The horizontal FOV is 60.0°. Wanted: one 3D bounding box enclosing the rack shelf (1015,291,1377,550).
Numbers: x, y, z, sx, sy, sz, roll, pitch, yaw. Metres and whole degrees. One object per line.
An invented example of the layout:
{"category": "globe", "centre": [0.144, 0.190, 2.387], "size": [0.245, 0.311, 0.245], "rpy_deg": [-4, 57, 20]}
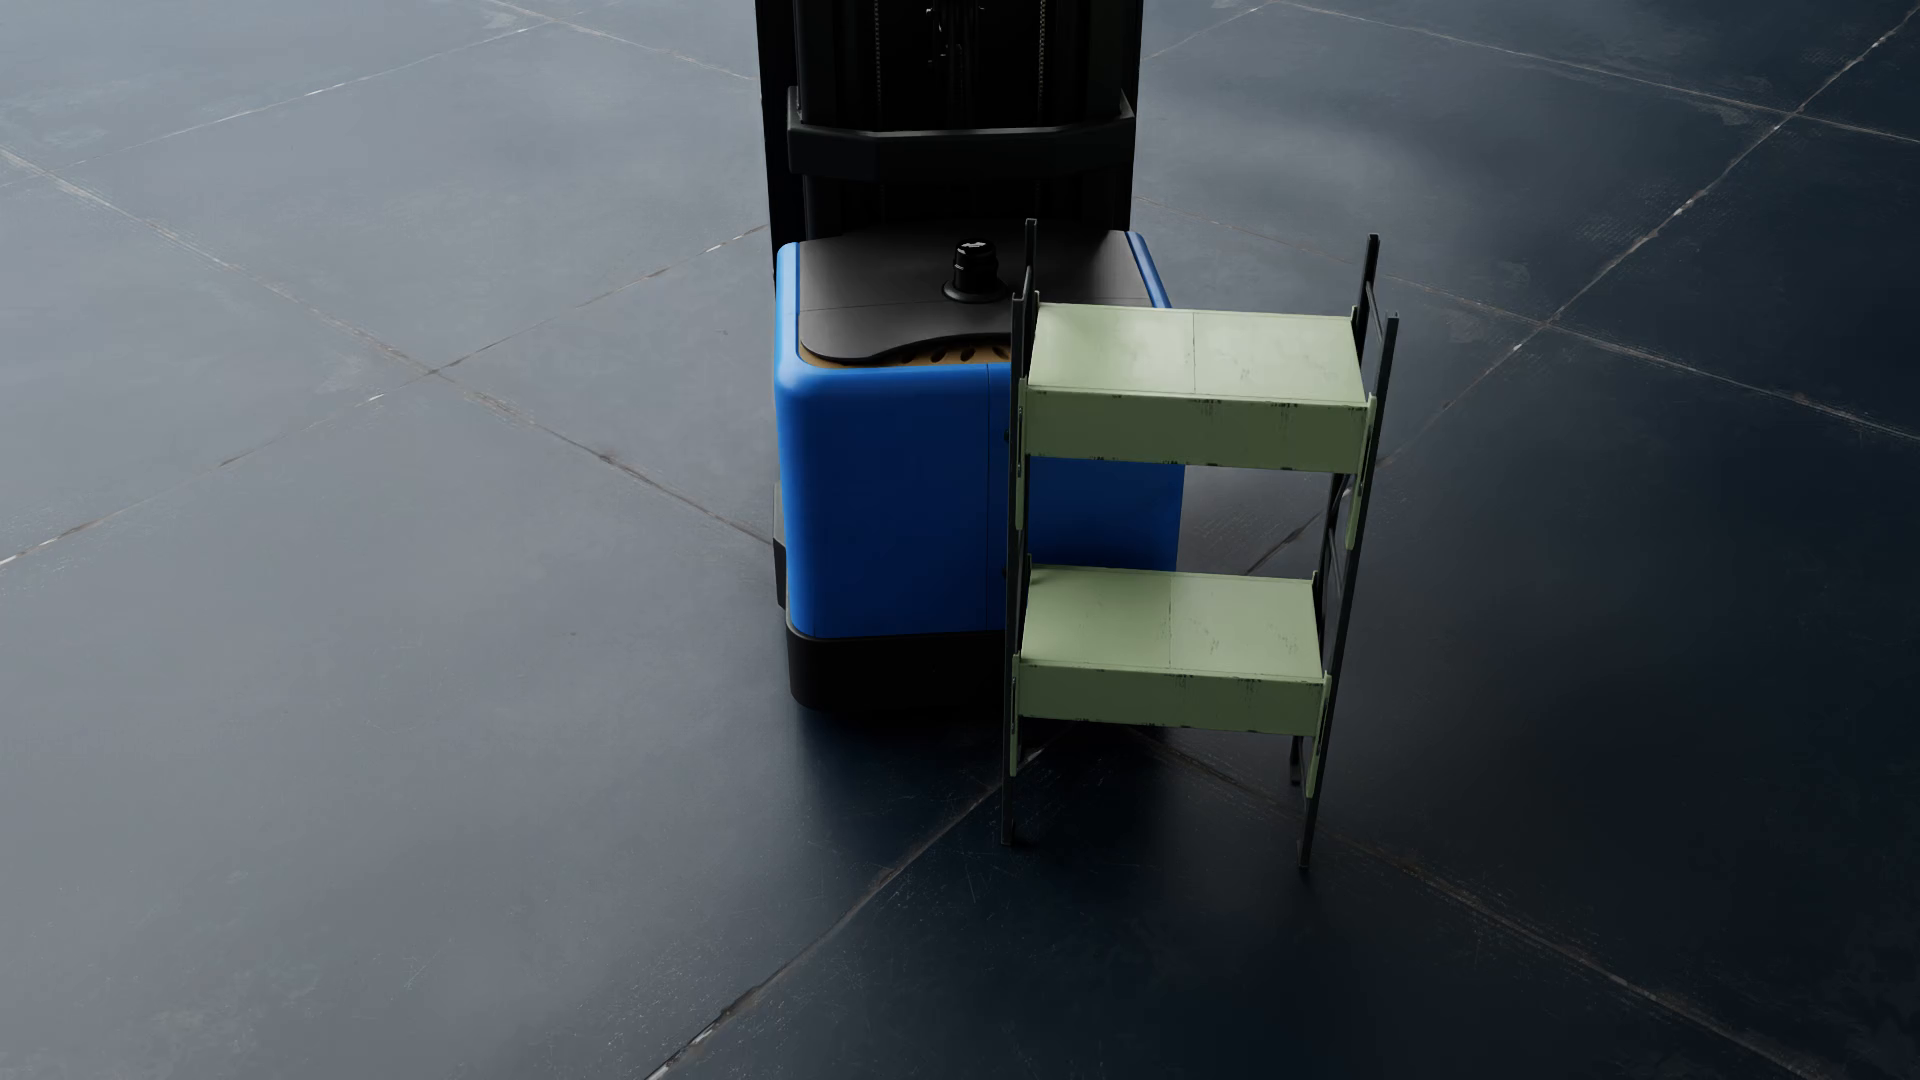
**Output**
{"category": "rack shelf", "centre": [0.499, -0.268, 3.627], "size": [0.720, 0.370, 0.431], "rpy_deg": [3, 35, 5]}

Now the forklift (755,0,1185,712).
{"category": "forklift", "centre": [-0.050, -1.561, 4.934], "size": [1.130, 2.935, 3.031], "rpy_deg": [-3, 35, -4]}

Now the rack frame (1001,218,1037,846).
{"category": "rack frame", "centre": [0.135, 0.031, 3.879], "size": [0.023, 1.500, 0.400], "rpy_deg": [3, 35, 5]}

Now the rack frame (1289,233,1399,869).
{"category": "rack frame", "centre": [0.863, 0.075, 3.816], "size": [0.023, 1.500, 0.400], "rpy_deg": [3, 35, 5]}

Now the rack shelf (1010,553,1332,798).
{"category": "rack shelf", "centre": [0.499, 0.322, 4.032], "size": [0.720, 0.370, 0.431], "rpy_deg": [3, 35, 5]}

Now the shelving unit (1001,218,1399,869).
{"category": "shelving unit", "centre": [0.499, 0.053, 3.848], "size": [0.755, 1.500, 0.431], "rpy_deg": [3, 35, 5]}
